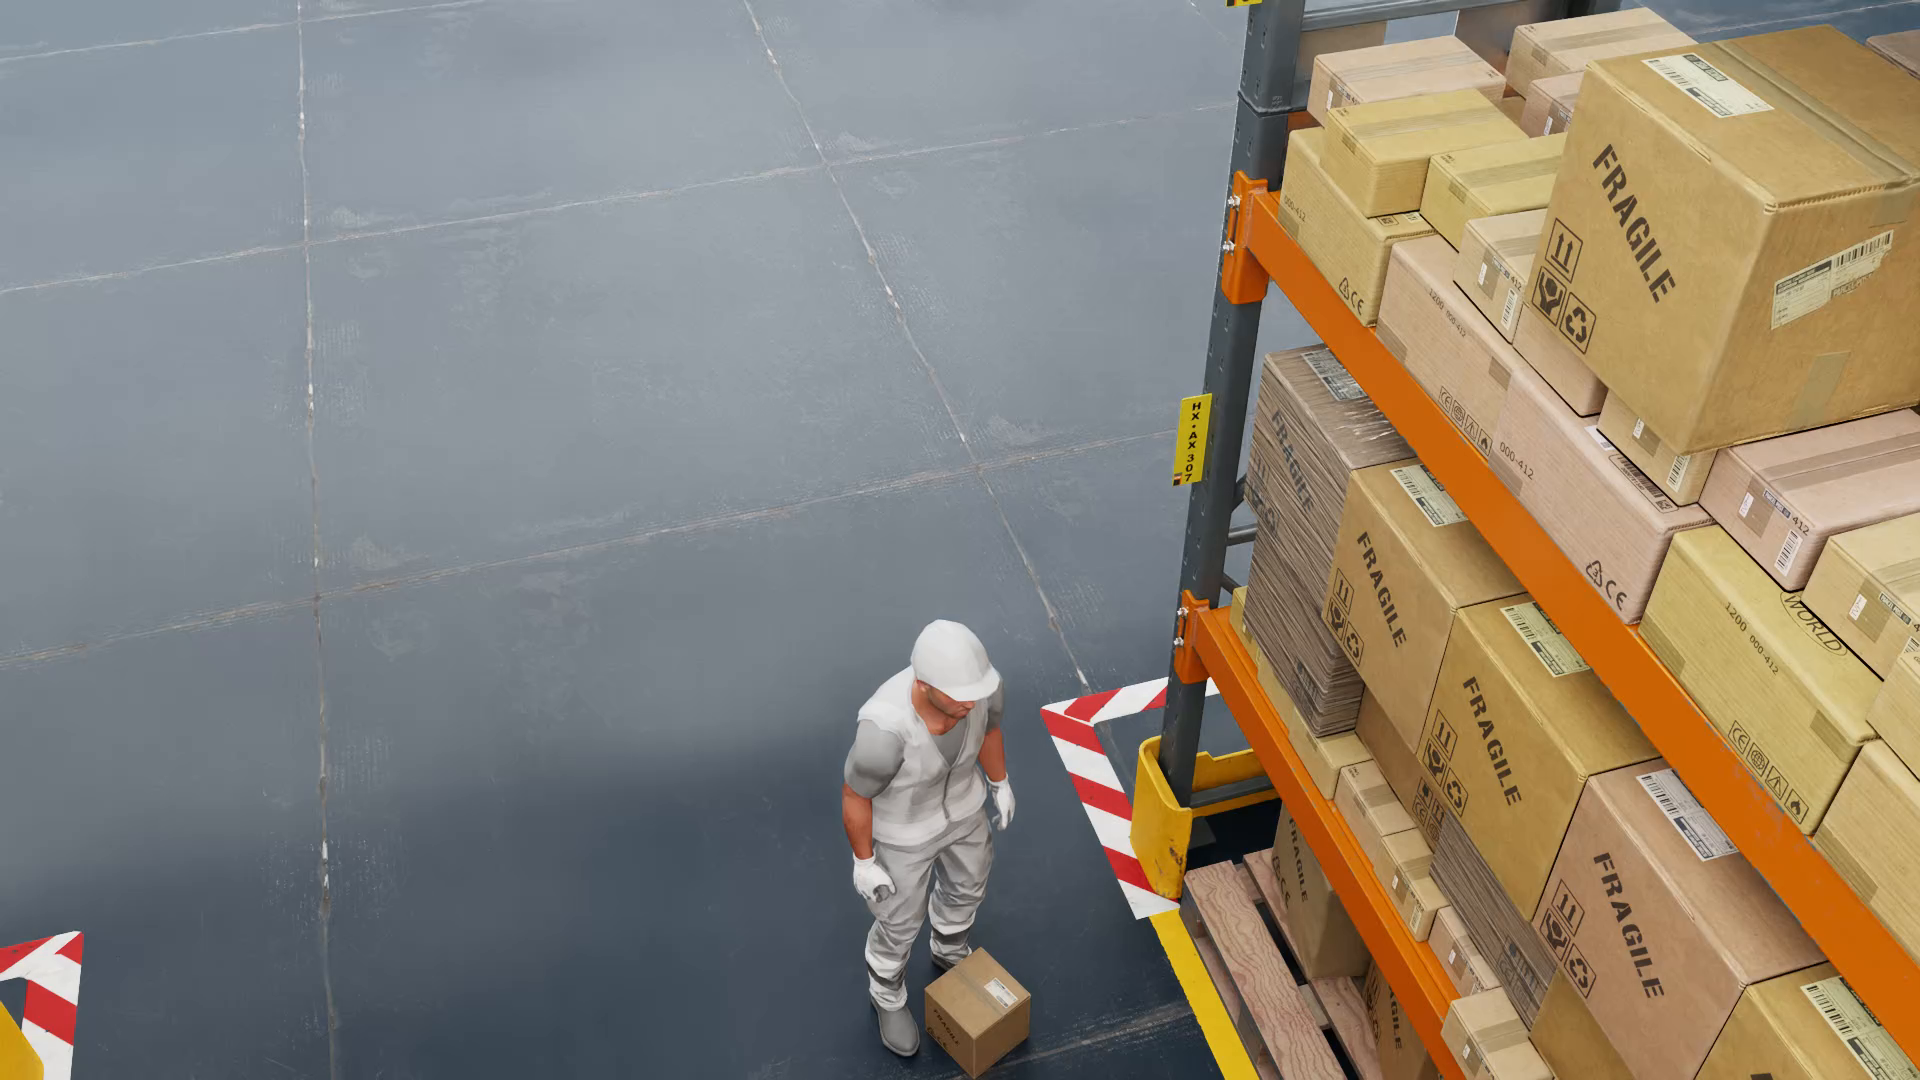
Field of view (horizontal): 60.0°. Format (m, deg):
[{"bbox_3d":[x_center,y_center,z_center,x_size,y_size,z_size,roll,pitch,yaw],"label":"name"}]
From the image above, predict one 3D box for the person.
[{"bbox_3d":[-0.081,0.888,5.157,0.610,1.779,0.455,-27,48,-27],"label":"person"}]
